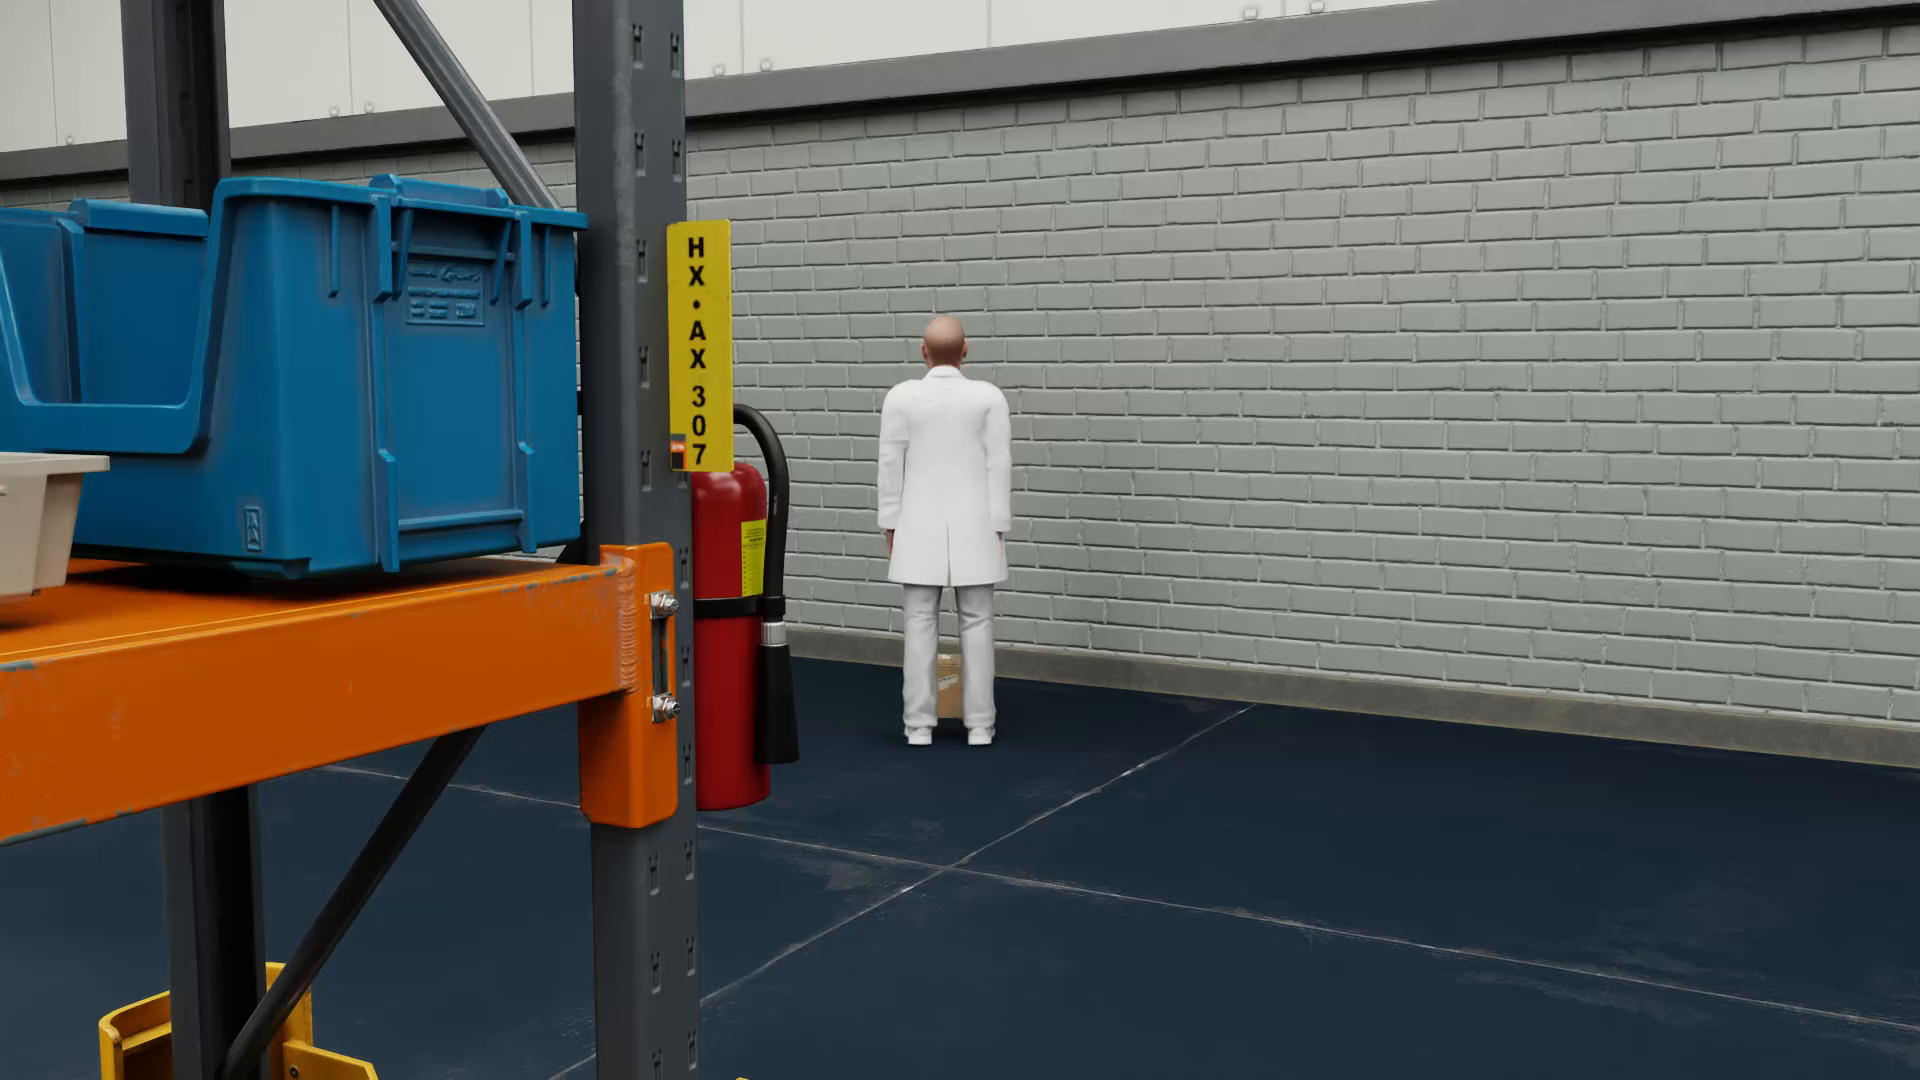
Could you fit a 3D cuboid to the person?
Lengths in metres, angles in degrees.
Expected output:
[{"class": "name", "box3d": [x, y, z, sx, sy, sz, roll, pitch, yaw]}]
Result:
[{"class": "person", "box3d": [-0.066, -0.039, 6.970, 0.563, 1.777, 0.378, 0, 6, 2]}]
